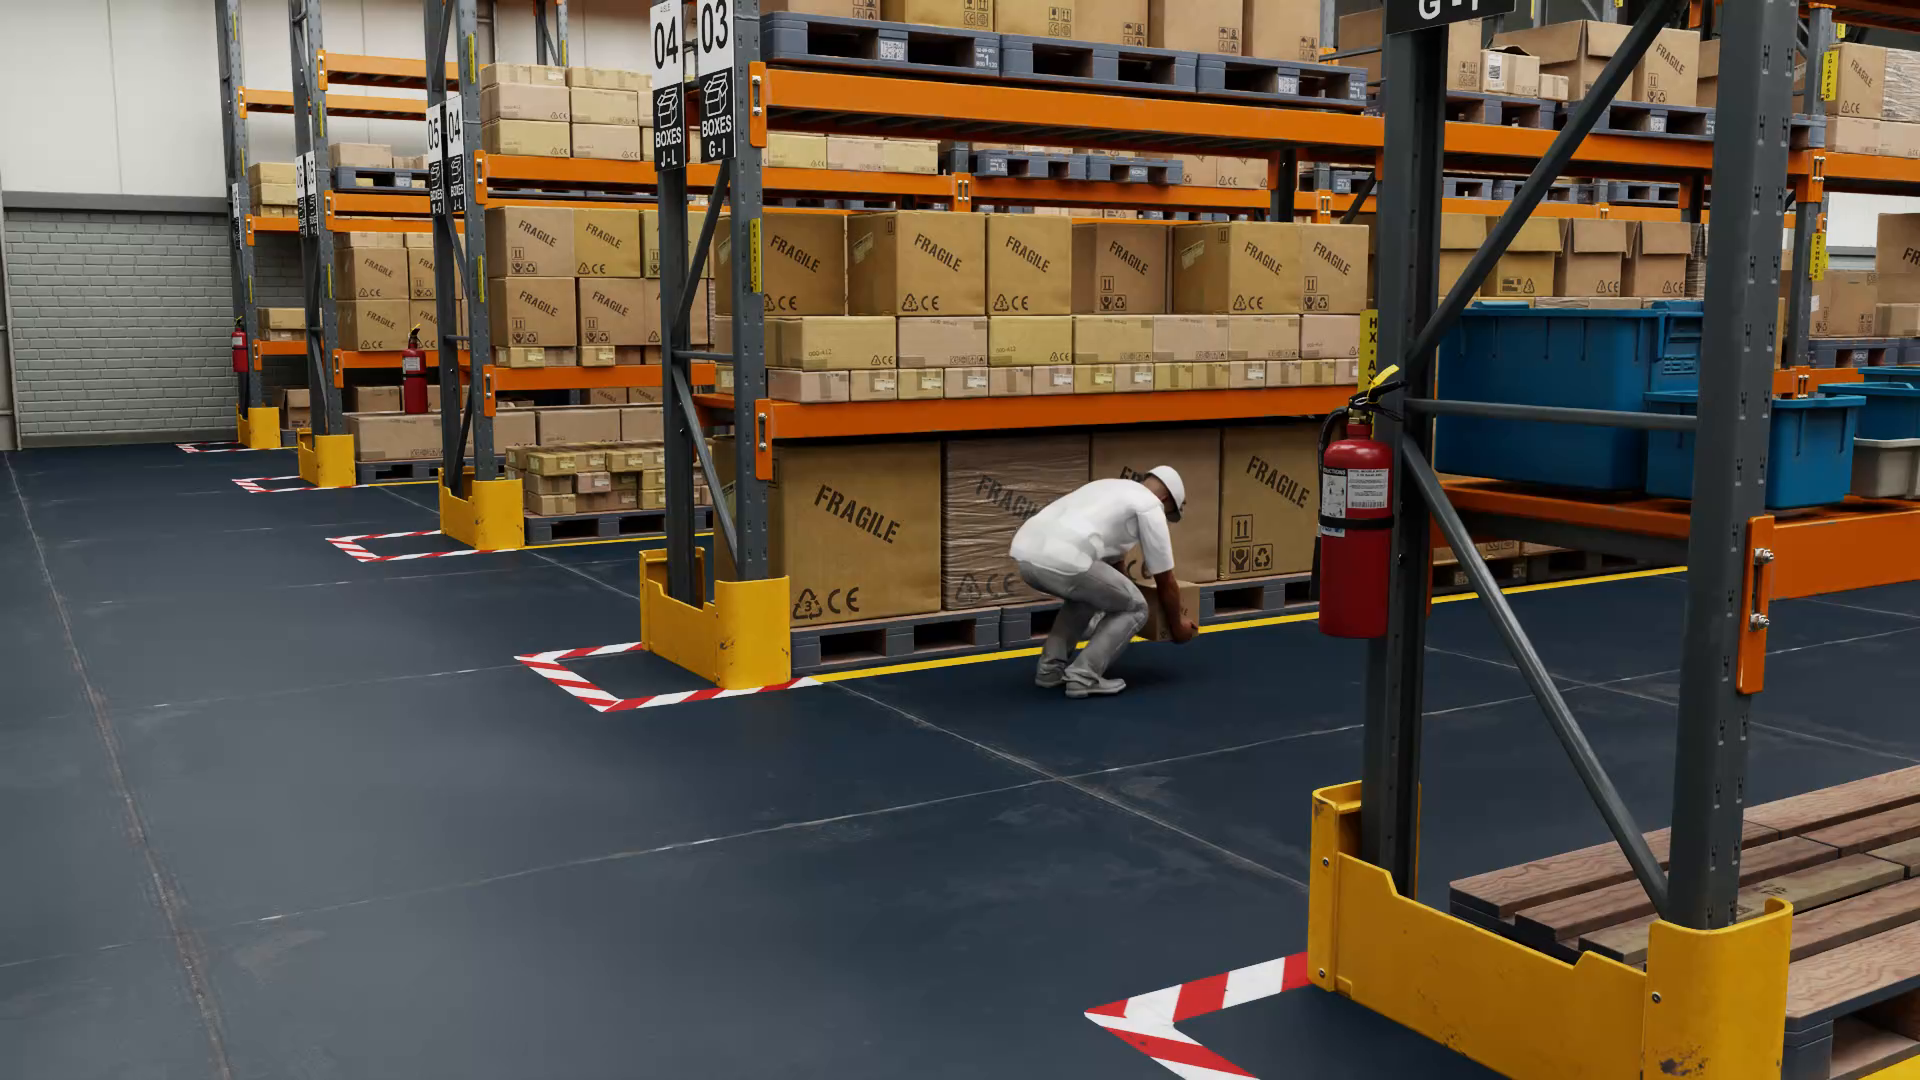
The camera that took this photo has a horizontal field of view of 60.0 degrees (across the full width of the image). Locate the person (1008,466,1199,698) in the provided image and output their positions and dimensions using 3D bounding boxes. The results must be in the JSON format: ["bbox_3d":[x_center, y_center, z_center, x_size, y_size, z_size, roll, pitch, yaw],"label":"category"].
[{"bbox_3d":[0.664,0.178,7.702,0.941,1.006,0.528,-5,10,-33],"label":"person"}]
